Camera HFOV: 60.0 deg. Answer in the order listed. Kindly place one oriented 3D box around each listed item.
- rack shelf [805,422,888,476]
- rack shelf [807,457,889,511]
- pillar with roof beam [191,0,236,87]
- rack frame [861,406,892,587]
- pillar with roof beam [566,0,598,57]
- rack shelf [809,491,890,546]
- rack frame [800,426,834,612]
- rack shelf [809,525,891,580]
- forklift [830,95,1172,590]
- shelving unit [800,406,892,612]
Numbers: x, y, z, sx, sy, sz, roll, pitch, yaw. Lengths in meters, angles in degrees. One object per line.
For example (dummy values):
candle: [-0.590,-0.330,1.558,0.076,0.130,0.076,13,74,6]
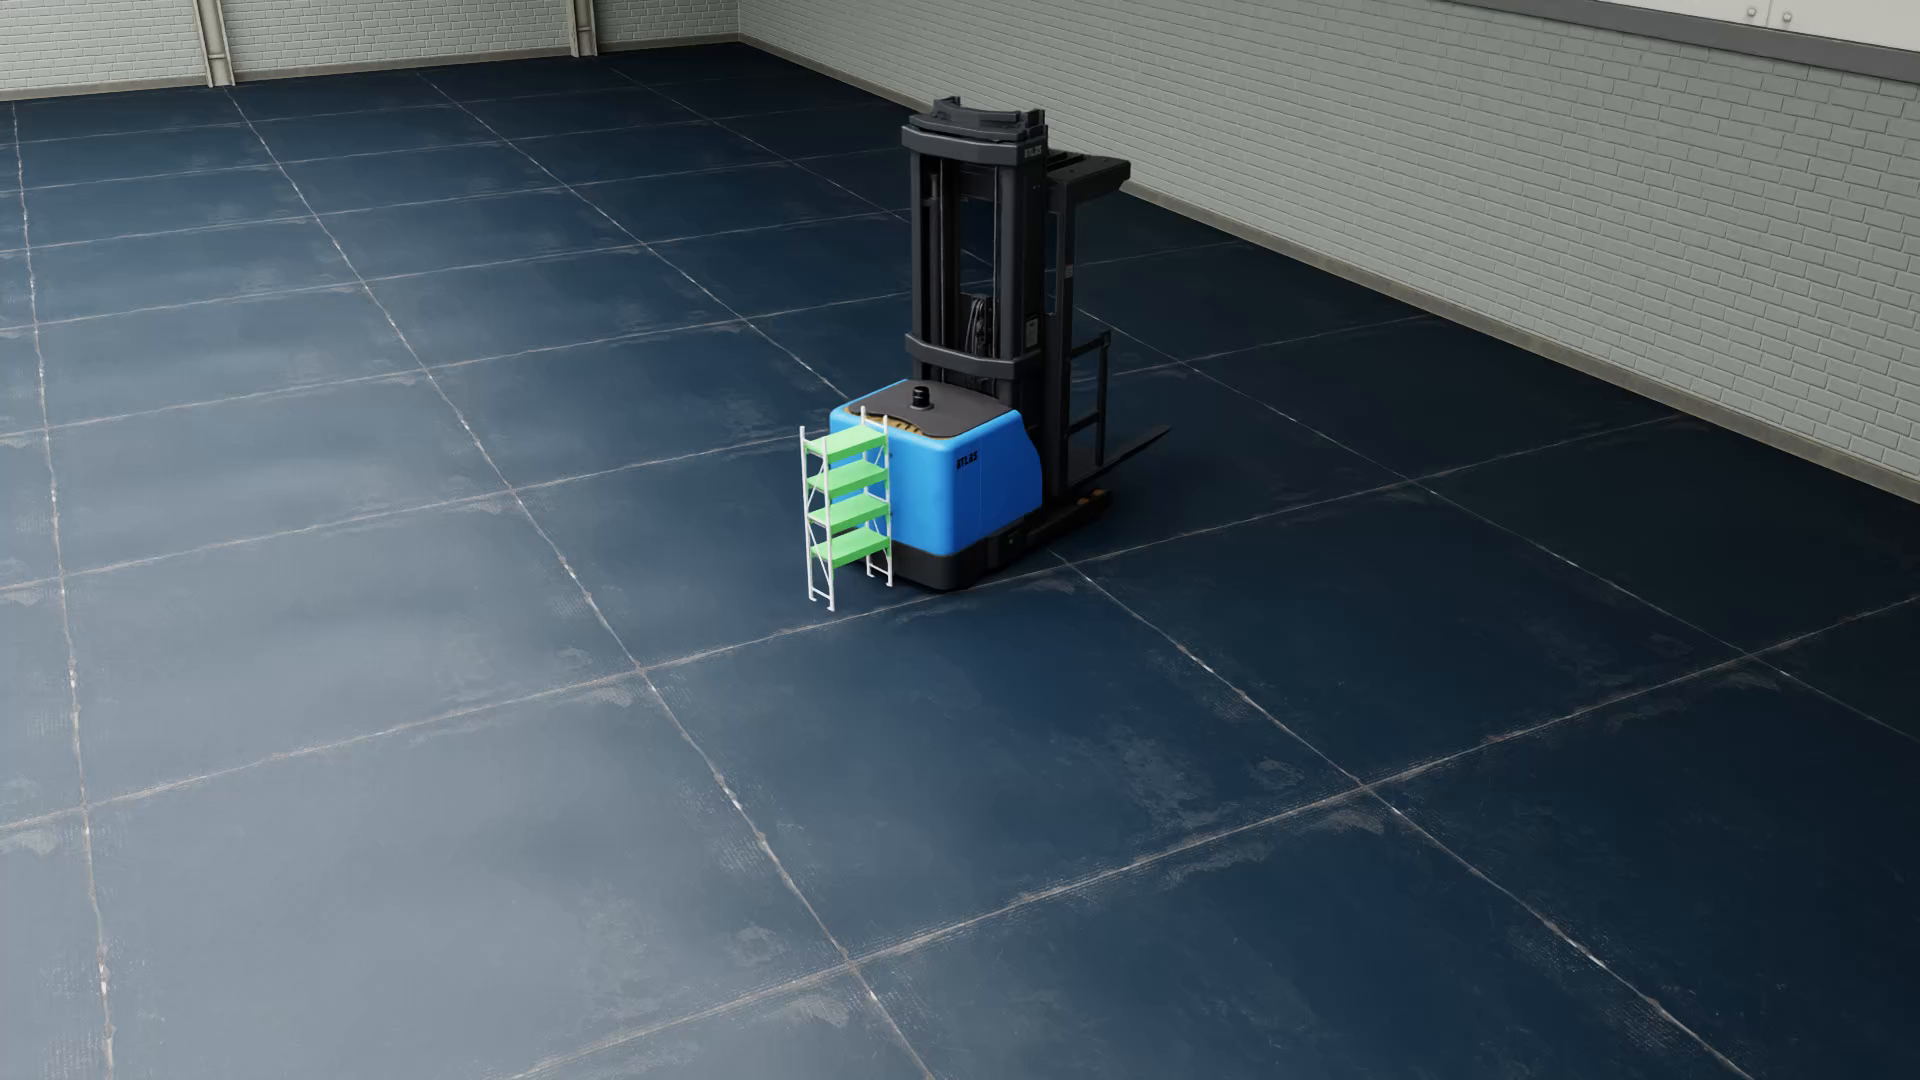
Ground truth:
rack shelf: [-0.717,-0.571,10.387,0.480,0.148,0.258,-22,34,-37]
rack shelf: [-0.715,-0.355,10.492,0.480,0.148,0.258,-22,34,-37]
pillar with roof beam: [-9.918,-9.778,21.521,0.400,9.000,9.100,-13,29,-25]
rack frame: [-0.534,-0.271,10.718,0.015,1.200,0.240,-22,34,-37]
pillar with roof beam: [-4.624,-11.000,24.067,0.400,9.000,9.100,-13,29,-25]
rack shelf: [-0.713,-0.139,10.598,0.480,0.148,0.258,-22,34,-37]
rack frame: [-0.893,-0.123,10.421,0.015,1.200,0.240,-22,34,-37]
rack shelf: [-0.711,0.076,10.703,0.480,0.148,0.258,-22,34,-37]
forklift: [0.440,-1.571,11.439,1.130,2.935,3.031,19,31,34]
shelving unit: [-0.713,-0.197,10.570,0.503,1.200,0.258,-22,34,-37]
